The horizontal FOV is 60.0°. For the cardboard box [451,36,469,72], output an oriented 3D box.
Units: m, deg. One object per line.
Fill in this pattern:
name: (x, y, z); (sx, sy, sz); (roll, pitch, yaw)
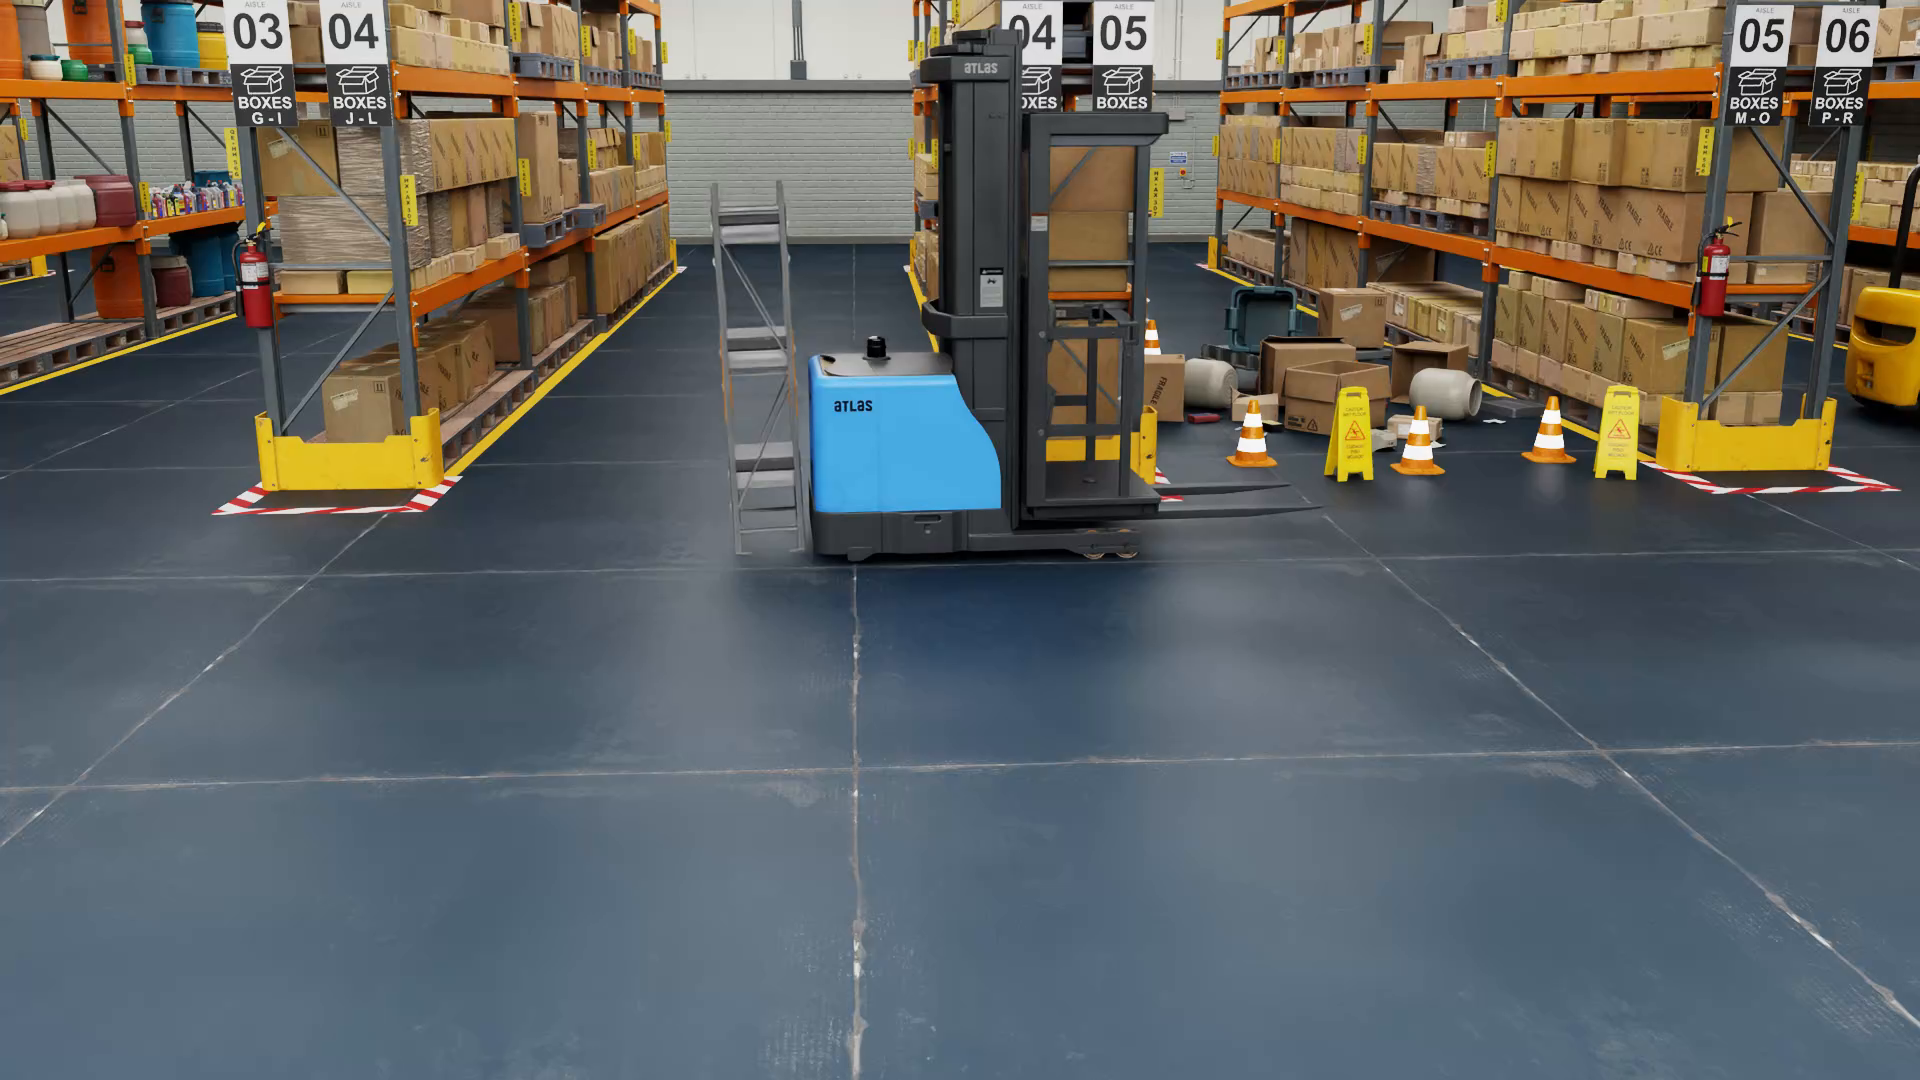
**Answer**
cardboard box: (-4.066, -3.705, 12.687); (0.500, 0.250, 0.500); (0, 14, -2)

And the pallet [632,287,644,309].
pallet: (-4.813, -3.263, 22.286); (1.003, 0.211, 1.213); (-1, 14, -3)

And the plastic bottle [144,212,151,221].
plastic bottle: (-9.336, -3.786, 18.970); (0.152, 0.276, 0.135); (-1, 14, -3)

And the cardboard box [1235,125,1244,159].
cardboard box: (4.532, -6.105, 25.527); (0.500, 0.500, 0.500); (-1, 14, -4)

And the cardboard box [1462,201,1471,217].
cardboard box: (5.145, -3.239, 16.258); (0.380, 0.149, 0.250); (-1, 14, -5)

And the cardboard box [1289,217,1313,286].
cardboard box: (5.074, -3.979, 22.893); (0.875, 0.875, 0.875); (0, 14, -2)

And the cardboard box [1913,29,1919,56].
cardboard box: (10.069, -5.074, 16.843); (0.500, 0.311, 0.500); (-1, 14, -5)

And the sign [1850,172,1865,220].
sign: (6.240, -2.401, 11.600); (0.100, 0.325, 0.005); (-1, 14, -3)

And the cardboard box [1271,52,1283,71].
cardboard box: (4.596, -6.751, 23.451); (0.396, 0.266, 0.258); (0, 14, -2)

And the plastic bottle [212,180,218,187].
plastic bottle: (-9.639, -4.478, 21.512); (0.144, 0.351, 0.185); (-1, 14, -3)

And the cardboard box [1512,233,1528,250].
cardboard box: (5.218, -2.701, 15.008); (0.380, 0.149, 0.250); (0, 14, -2)

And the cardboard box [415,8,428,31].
cardboard box: (-3.982, -3.661, 11.717); (0.380, 0.149, 0.250); (0, 14, -1)

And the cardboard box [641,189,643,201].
cardboard box: (-4.638, -4.827, 23.271); (0.380, 0.149, 0.250); (-1, 14, -5)

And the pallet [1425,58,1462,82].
pallet: (5.452, -4.743, 16.797); (1.213, 0.211, 1.003); (-1, 14, -3)

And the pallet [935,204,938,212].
pallet: (0.105, -4.260, 20.948); (1.003, 0.211, 1.213); (-1, 14, -3)

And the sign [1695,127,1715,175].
sign: (5.144, -2.683, 11.478); (0.100, 0.325, 0.005); (-1, 14, -3)

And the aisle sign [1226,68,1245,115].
aisle sign: (4.414, -7.225, 26.869); (0.394, 0.787, 0.004); (-1, 14, -3)

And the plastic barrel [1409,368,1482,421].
plastic barrel: (4.060, -1.216, 13.902); (0.512, 0.421, 0.421); (10, 18, 35)

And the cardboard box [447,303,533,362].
cardboard box: (-4.457, -1.971, 15.799); (0.700, 0.500, 0.500); (-2, 15, -8)

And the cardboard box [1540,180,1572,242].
cardboard box: (5.272, -2.797, 14.080); (0.500, 0.500, 0.500); (-1, 14, -4)

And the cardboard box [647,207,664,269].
cardboard box: (-5.008, -4.590, 25.265); (0.875, 0.875, 0.875); (-1, 14, -3)

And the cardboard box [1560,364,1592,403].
cardboard box: (5.318, -1.301, 13.738); (0.500, 0.250, 0.500); (-1, 14, -5)

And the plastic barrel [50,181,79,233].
plastic barrel: (-9.328, -3.430, 17.114); (0.421, 0.512, 0.421); (0, 14, 0)

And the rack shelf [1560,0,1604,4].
rack shelf: (9.785, -8.088, 24.852); (1.077, 0.370, 4.000); (-1, 14, -3)

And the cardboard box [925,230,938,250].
cardboard box: (-0.197, -4.024, 22.316); (0.500, 0.250, 0.500); (-2, 15, -6)

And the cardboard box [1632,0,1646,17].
cardboard box: (5.409, -4.088, 12.780); (0.380, 0.149, 0.250); (-1, 14, -5)

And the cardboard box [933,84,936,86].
cardboard box: (-0.064, -5.625, 19.647); (0.500, 0.500, 0.500); (-1, 14, -3)

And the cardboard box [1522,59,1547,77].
cardboard box: (5.183, -4.152, 14.627); (0.380, 0.149, 0.250); (-1, 14, -3)

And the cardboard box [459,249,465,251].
cardboard box: (-4.116, -2.208, 13.091); (0.380, 0.149, 0.250); (-1, 14, -3)

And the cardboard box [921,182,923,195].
cardboard box: (-0.281, -4.313, 20.432); (0.380, 0.149, 0.250); (-2, 15, -6)

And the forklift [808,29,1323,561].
forklift: (0.621, -1.438, 9.735); (3.031, 2.935, 1.130); (-2, 15, -7)

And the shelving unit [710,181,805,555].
shelving unit: (-1.171, -1.001, 9.673); (0.431, 2.100, 0.503); (-4, 15, -6)

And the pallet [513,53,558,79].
pallet: (-4.372, -4.332, 15.200); (1.213, 0.211, 1.003); (-1, 14, -3)

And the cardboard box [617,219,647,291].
cardboard box: (-4.876, -3.820, 22.275); (1.225, 0.875, 0.875); (-1, 14, -3)

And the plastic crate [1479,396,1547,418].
plastic crate: (4.730, -1.151, 14.339); (0.402, 0.080, 0.583); (-6, 16, -23)

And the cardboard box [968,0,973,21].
cardboard box: (0.332, -4.265, 13.226); (0.500, 0.250, 0.500); (-1, 14, -4)

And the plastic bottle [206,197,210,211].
plastic bottle: (-9.421, -4.203, 20.741); (0.097, 0.201, 0.097); (0, 14, 0)

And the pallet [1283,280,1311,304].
pallet: (5.078, -3.416, 22.881); (1.003, 0.211, 1.213); (-1, 14, -3)

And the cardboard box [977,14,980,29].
cardboard box: (0.327, -3.848, 12.403); (0.380, 0.149, 0.250); (-1, 14, -3)

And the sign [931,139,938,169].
sign: (-0.272, -4.373, 18.838); (0.100, 0.325, 0.005); (-1, 14, -3)

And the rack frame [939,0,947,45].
rack frame: (0.269, -6.767, 18.266); (1.000, 3.000, 0.127); (-1, 14, -3)

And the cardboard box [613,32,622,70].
cardboard box: (-5.044, -6.751, 22.982); (0.700, 0.500, 0.500); (-2, 15, -7)

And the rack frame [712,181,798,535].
rack frame: (-1.201, -1.061, 9.907); (0.400, 2.100, 0.015); (-4, 15, -6)

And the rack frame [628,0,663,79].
rack frame: (-5.184, -8.705, 25.799); (1.000, 3.000, 0.127); (-1, 14, -3)

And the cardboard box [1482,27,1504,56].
cardboard box: (5.270, -4.694, 15.690); (0.500, 0.250, 0.500); (-1, 14, -5)

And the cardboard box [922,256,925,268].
cardboard box: (-0.345, -3.963, 23.692); (0.380, 0.149, 0.250); (-2, 15, -6)

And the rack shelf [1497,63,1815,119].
rack shelf: (5.575, -3.575, 13.325); (1.077, 0.370, 4.000); (-1, 14, -3)

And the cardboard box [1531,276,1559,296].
cardboard box: (5.199, -2.206, 14.450); (0.380, 0.149, 0.250); (0, 14, -1)

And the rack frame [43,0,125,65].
rack frame: (-9.631, -6.639, 17.769); (1.000, 3.000, 0.127); (-1, 14, -3)

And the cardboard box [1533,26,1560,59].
cardboard box: (5.246, -4.250, 14.210); (0.500, 0.250, 0.500); (-1, 14, -4)

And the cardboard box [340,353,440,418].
cardboard box: (-4.285, -1.117, 12.520); (0.500, 0.500, 0.500); (3, 15, 11)

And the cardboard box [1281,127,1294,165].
cardboard box: (4.696, -5.376, 22.695); (0.500, 0.500, 0.500); (-1, 14, -3)
